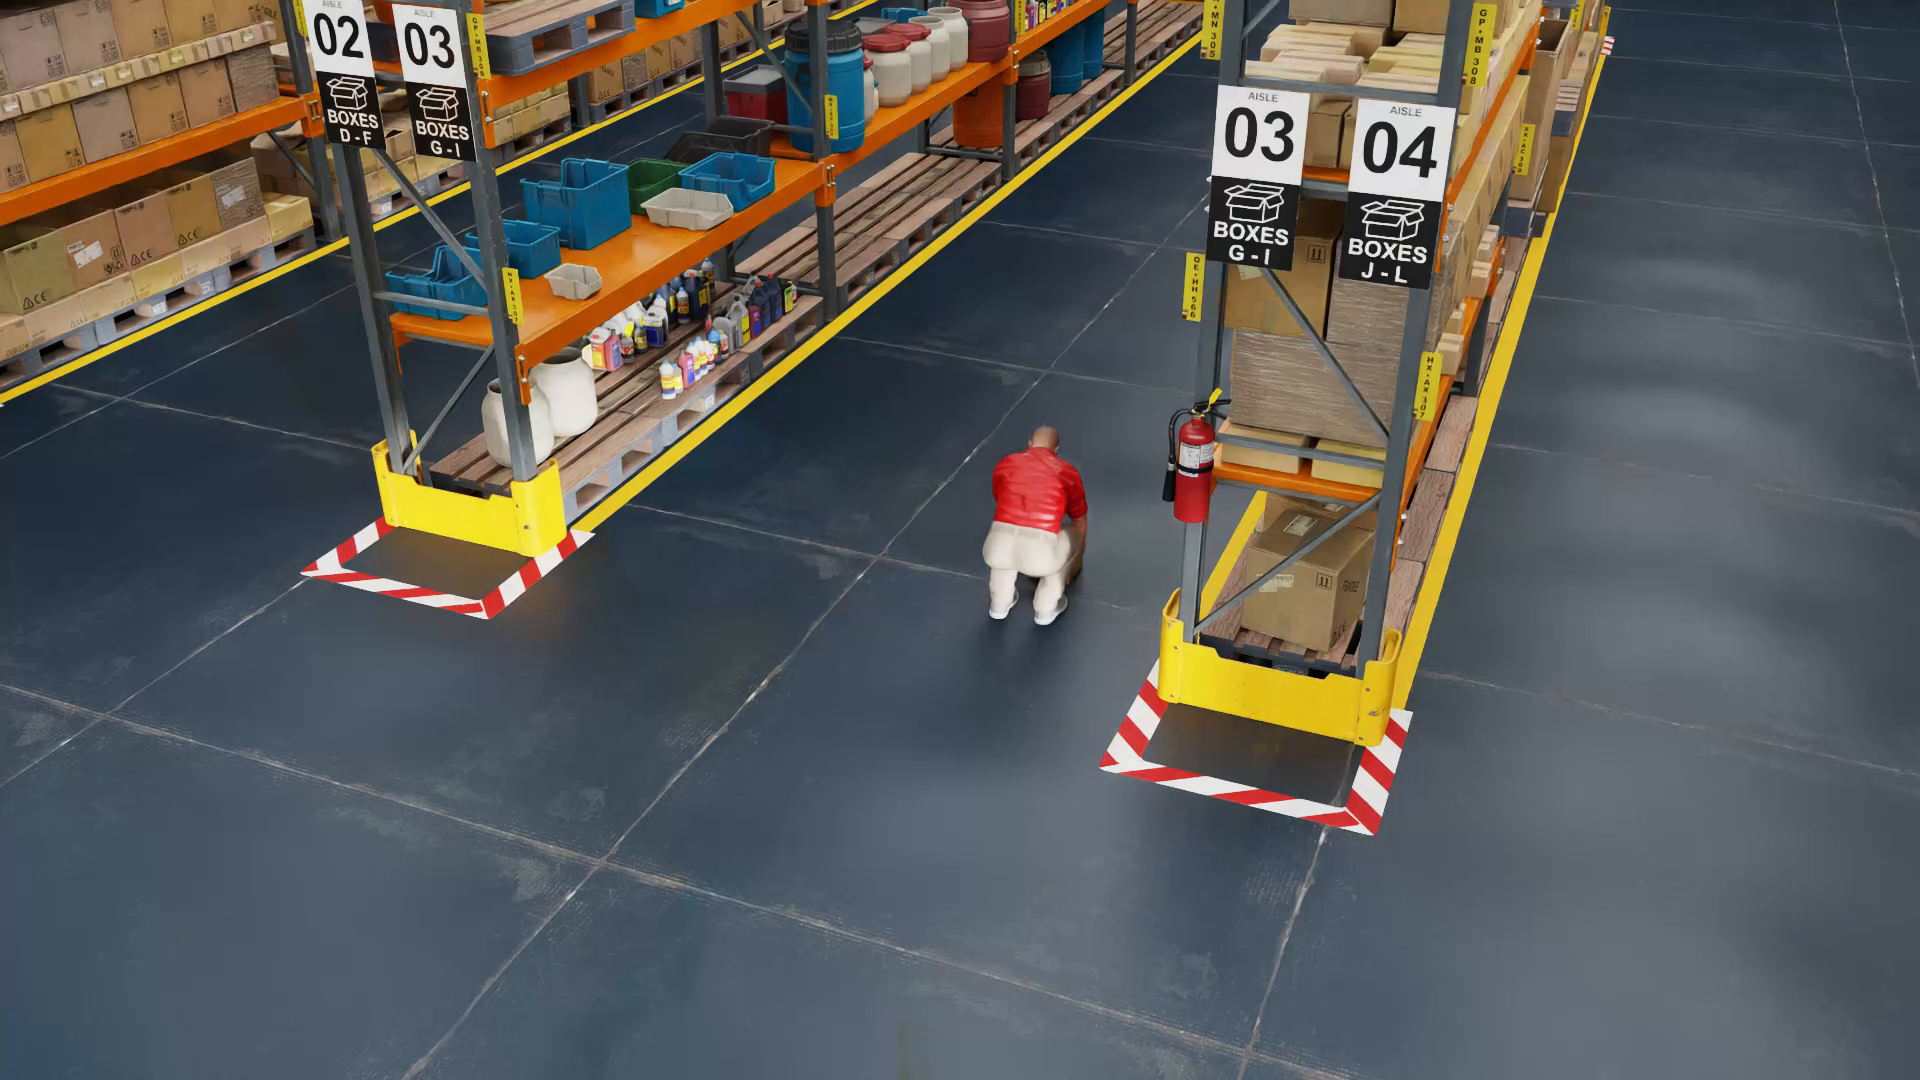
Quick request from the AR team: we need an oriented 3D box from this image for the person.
[{"bbox_3d":[0.399,-0.067,9.335,0.559,0.949,0.879,11,31,19],"label":"person"}]
